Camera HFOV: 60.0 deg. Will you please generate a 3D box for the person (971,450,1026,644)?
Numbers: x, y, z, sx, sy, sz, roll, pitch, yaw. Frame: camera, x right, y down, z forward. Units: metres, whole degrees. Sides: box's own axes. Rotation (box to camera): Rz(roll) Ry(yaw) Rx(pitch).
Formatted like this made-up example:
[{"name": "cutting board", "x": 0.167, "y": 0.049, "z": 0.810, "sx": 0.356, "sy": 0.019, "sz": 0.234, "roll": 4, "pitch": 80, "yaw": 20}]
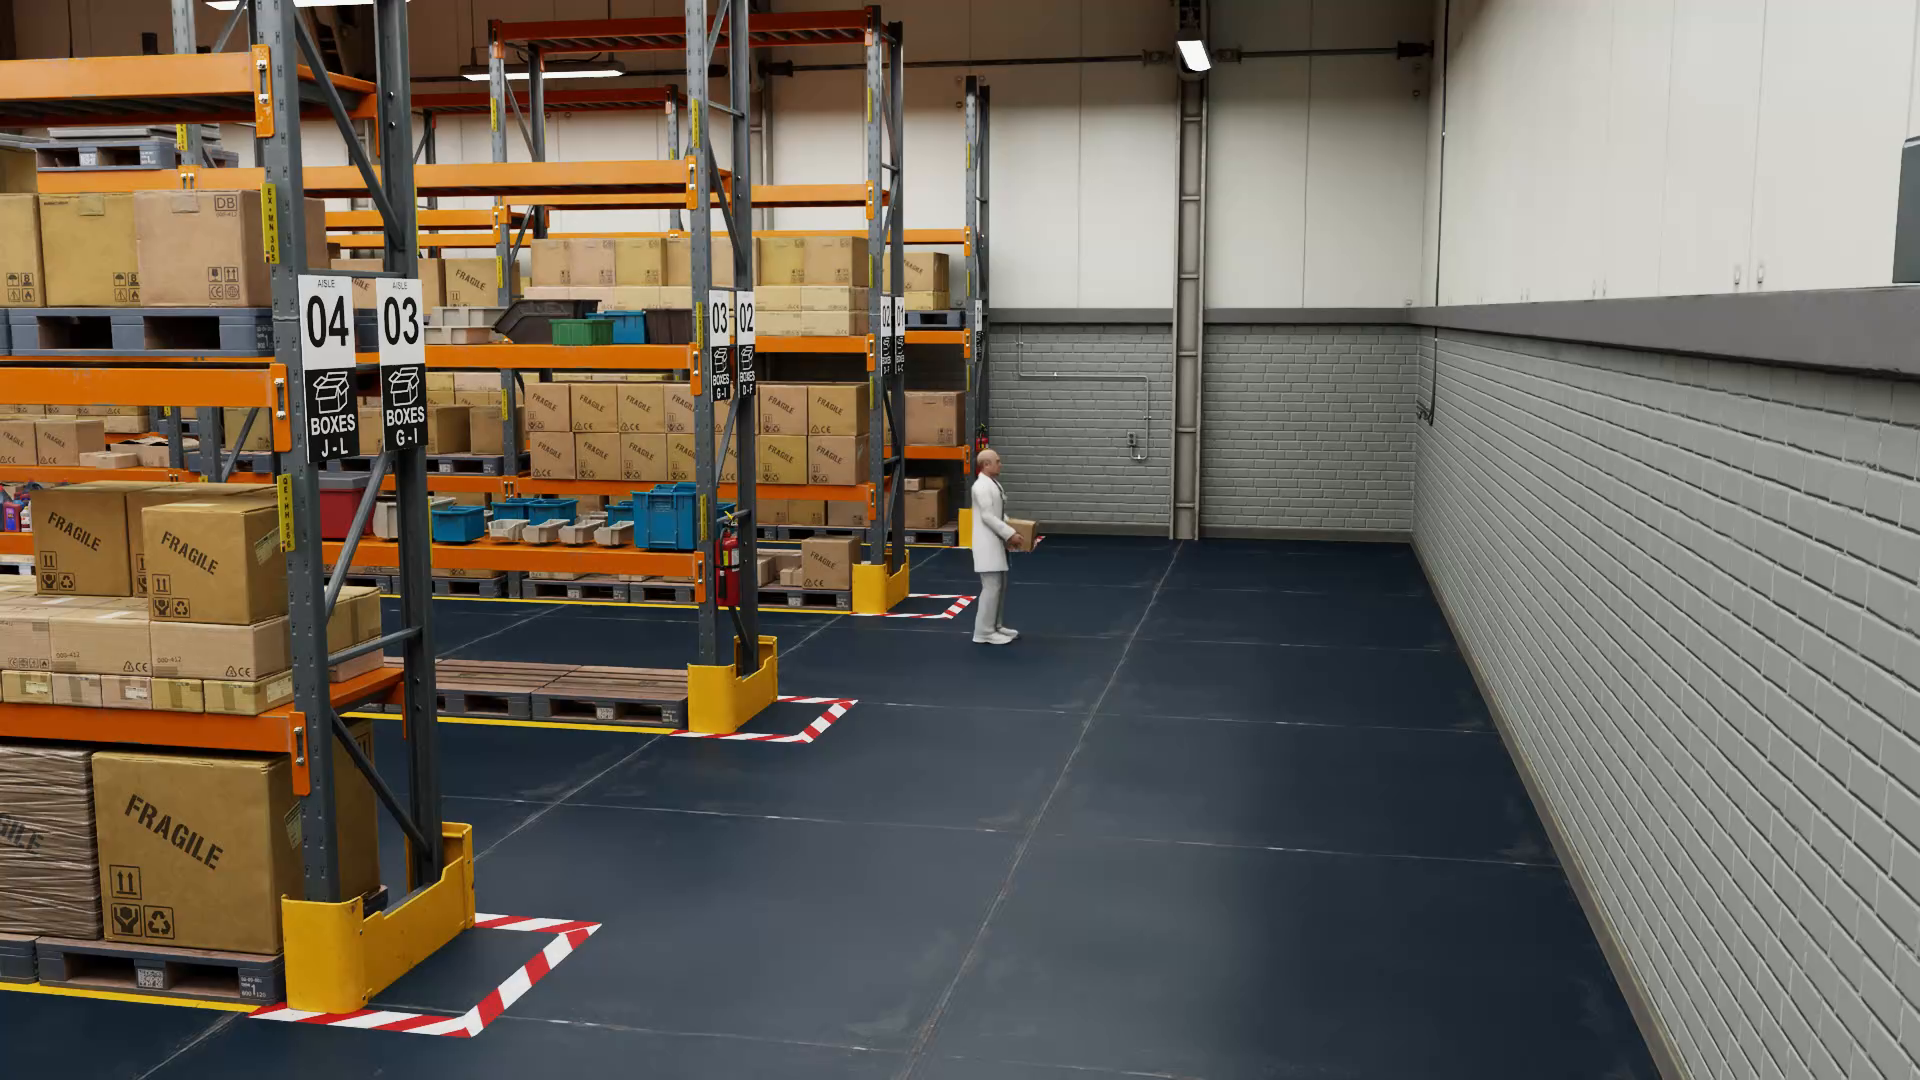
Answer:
[{"name": "person", "x": 0.376, "y": 0.054, "z": 15.438, "sx": 0.517, "sy": 1.782, "sz": 0.559, "roll": 1, "pitch": 8, "yaw": 11}]
